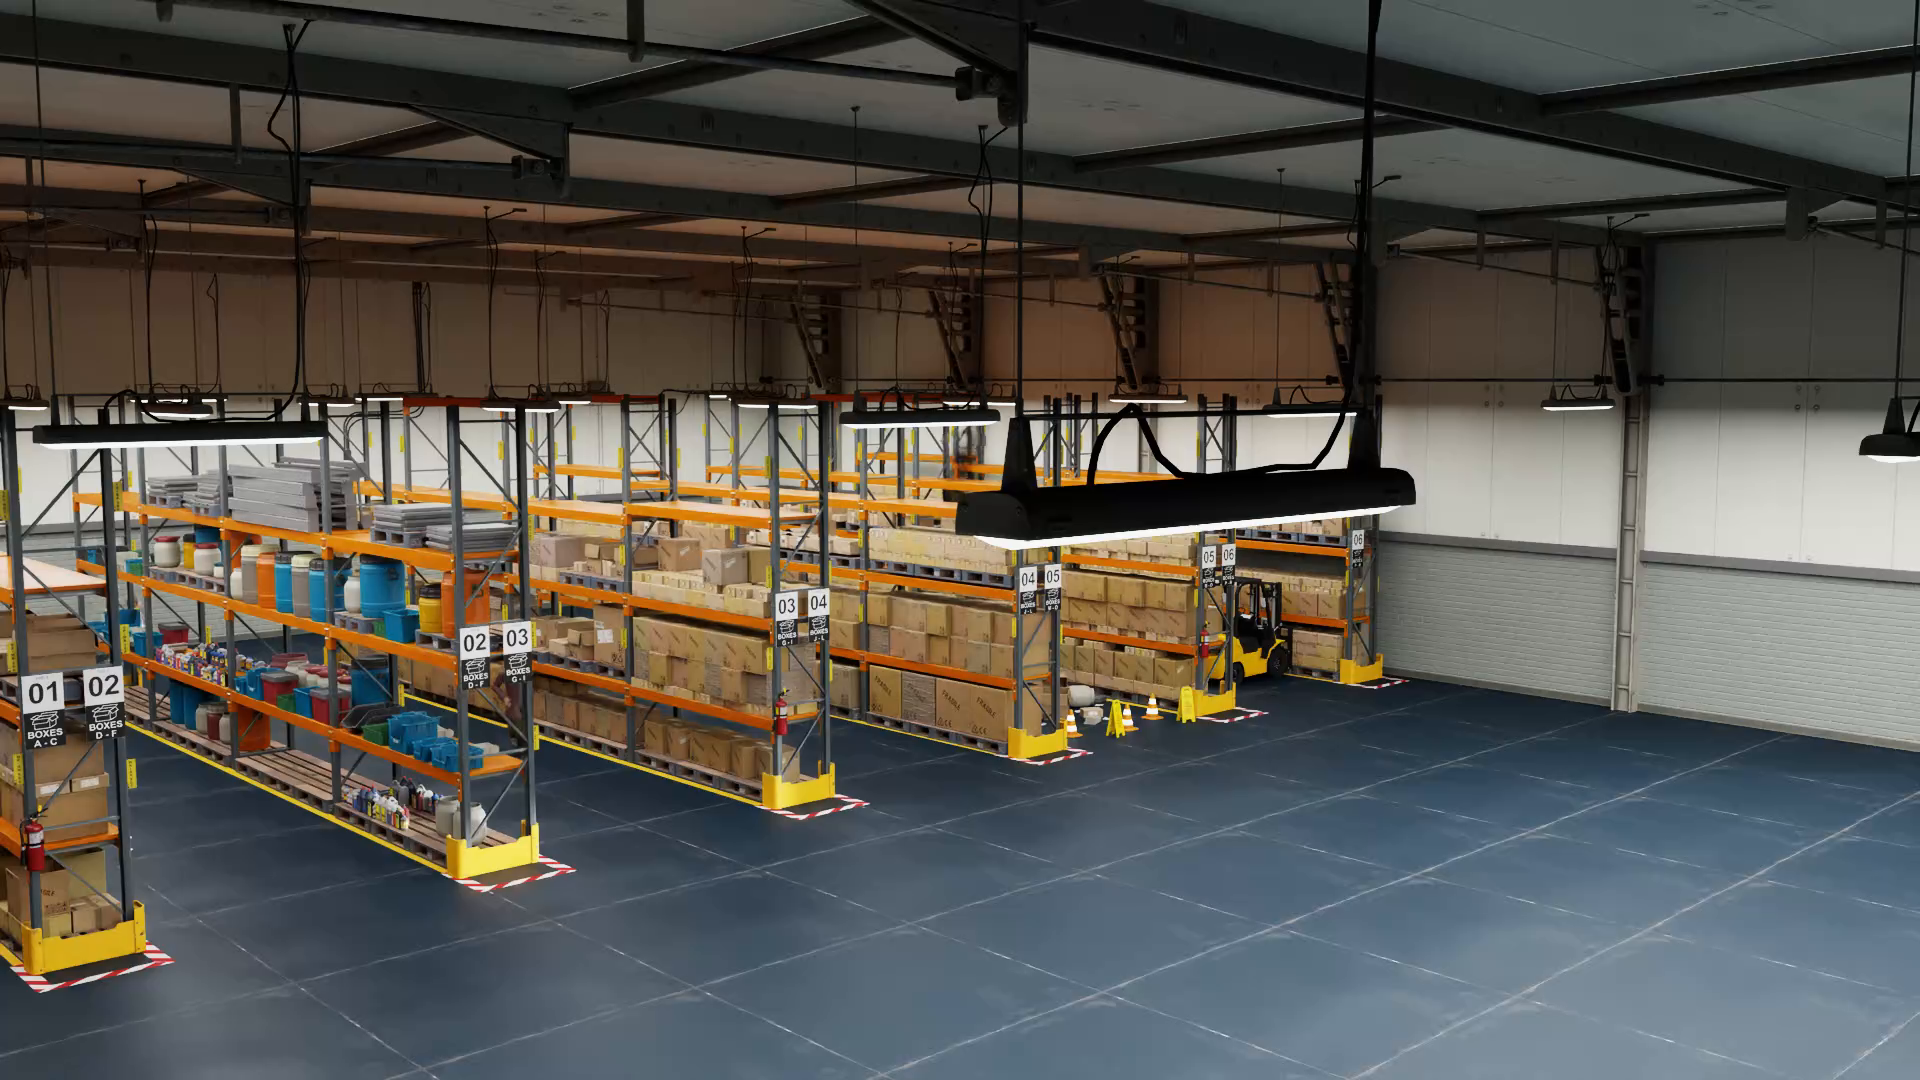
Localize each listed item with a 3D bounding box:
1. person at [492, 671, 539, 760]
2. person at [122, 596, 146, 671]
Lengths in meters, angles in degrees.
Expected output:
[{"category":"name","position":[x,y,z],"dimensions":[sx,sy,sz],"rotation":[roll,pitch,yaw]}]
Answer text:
[{"category":"person","position":[-7.427,2.784,27.808],"dimensions":[0.711,1.765,0.880],"rotation":[-5,8,-43]},{"category":"person","position":[-17.848,2.053,35.913],"dimensions":[0.762,1.695,0.627],"rotation":[-3,6,-29]}]
